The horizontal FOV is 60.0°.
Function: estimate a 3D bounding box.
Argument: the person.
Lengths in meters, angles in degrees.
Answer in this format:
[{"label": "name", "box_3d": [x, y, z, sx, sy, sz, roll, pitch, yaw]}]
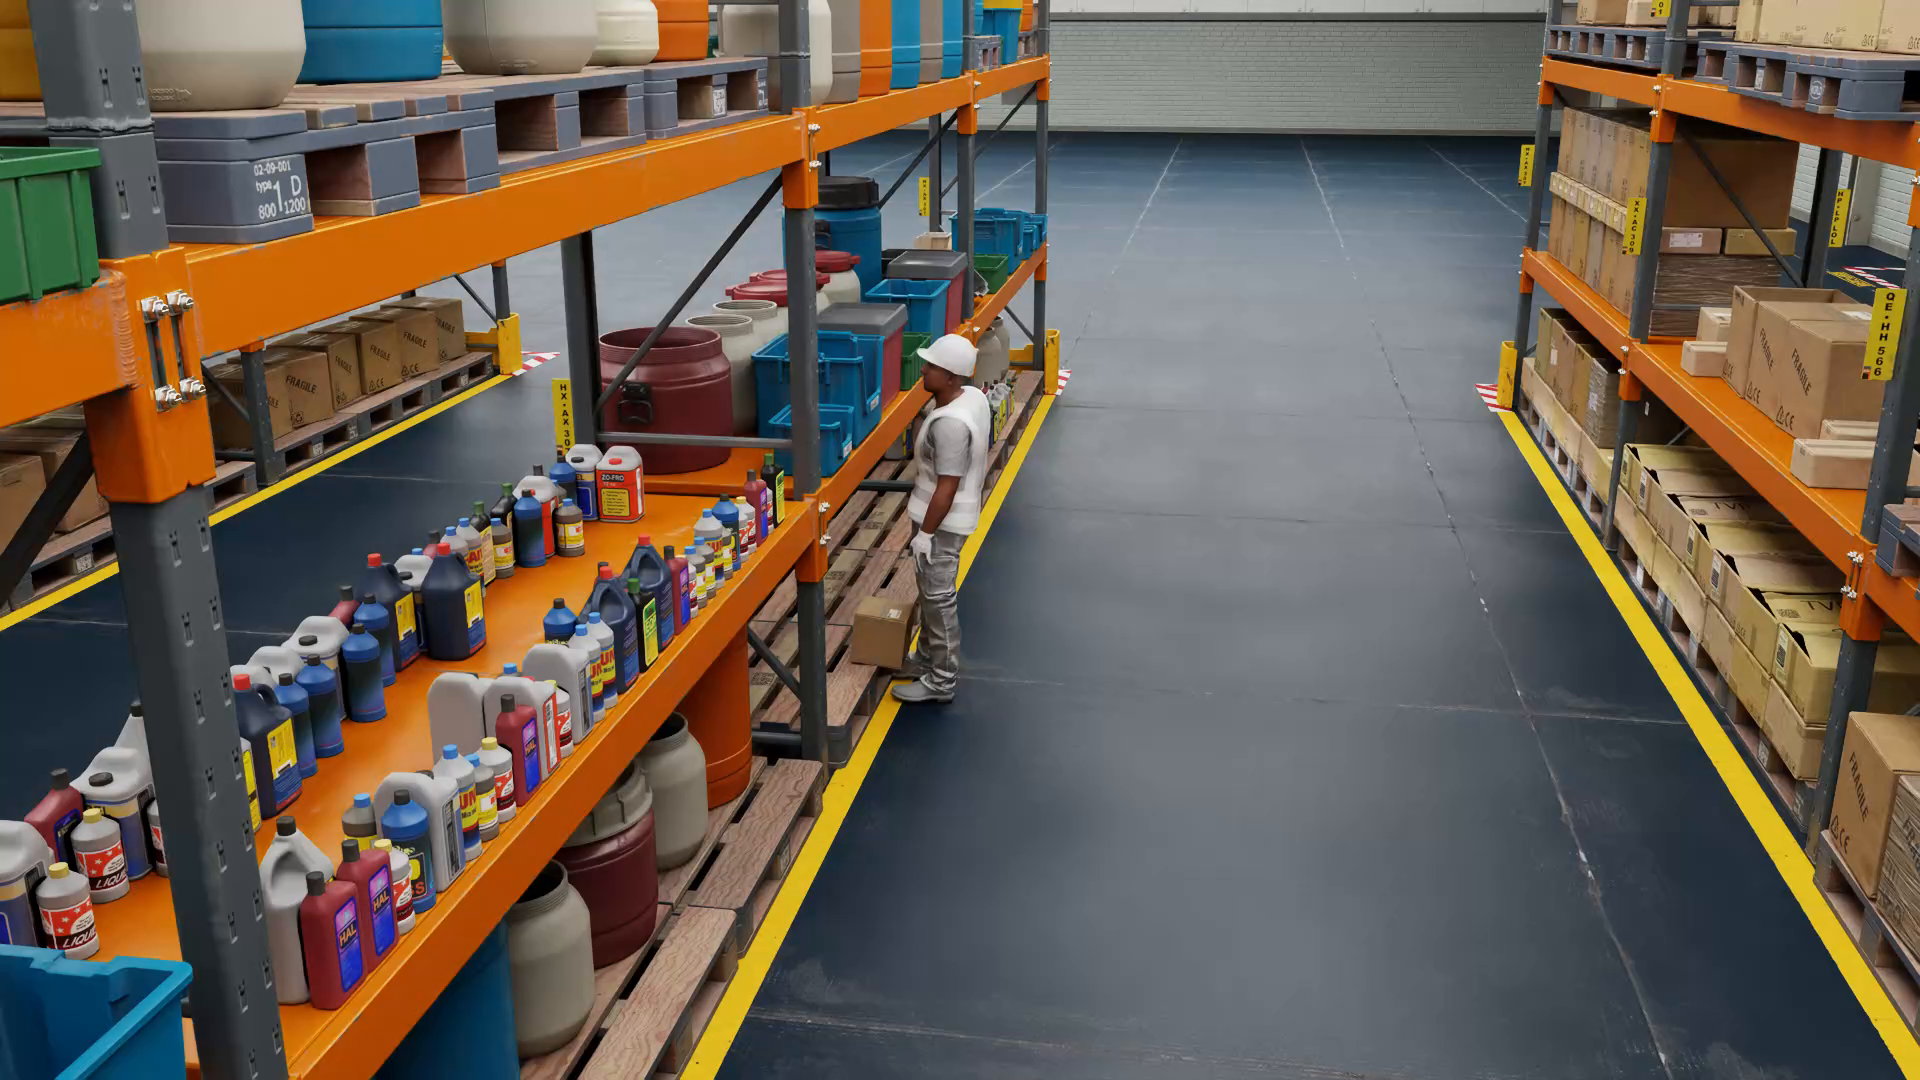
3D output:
[{"label": "person", "box_3d": [-0.157, -0.094, 7.784, 0.577, 1.782, 0.656, 3, 18, 9]}]
